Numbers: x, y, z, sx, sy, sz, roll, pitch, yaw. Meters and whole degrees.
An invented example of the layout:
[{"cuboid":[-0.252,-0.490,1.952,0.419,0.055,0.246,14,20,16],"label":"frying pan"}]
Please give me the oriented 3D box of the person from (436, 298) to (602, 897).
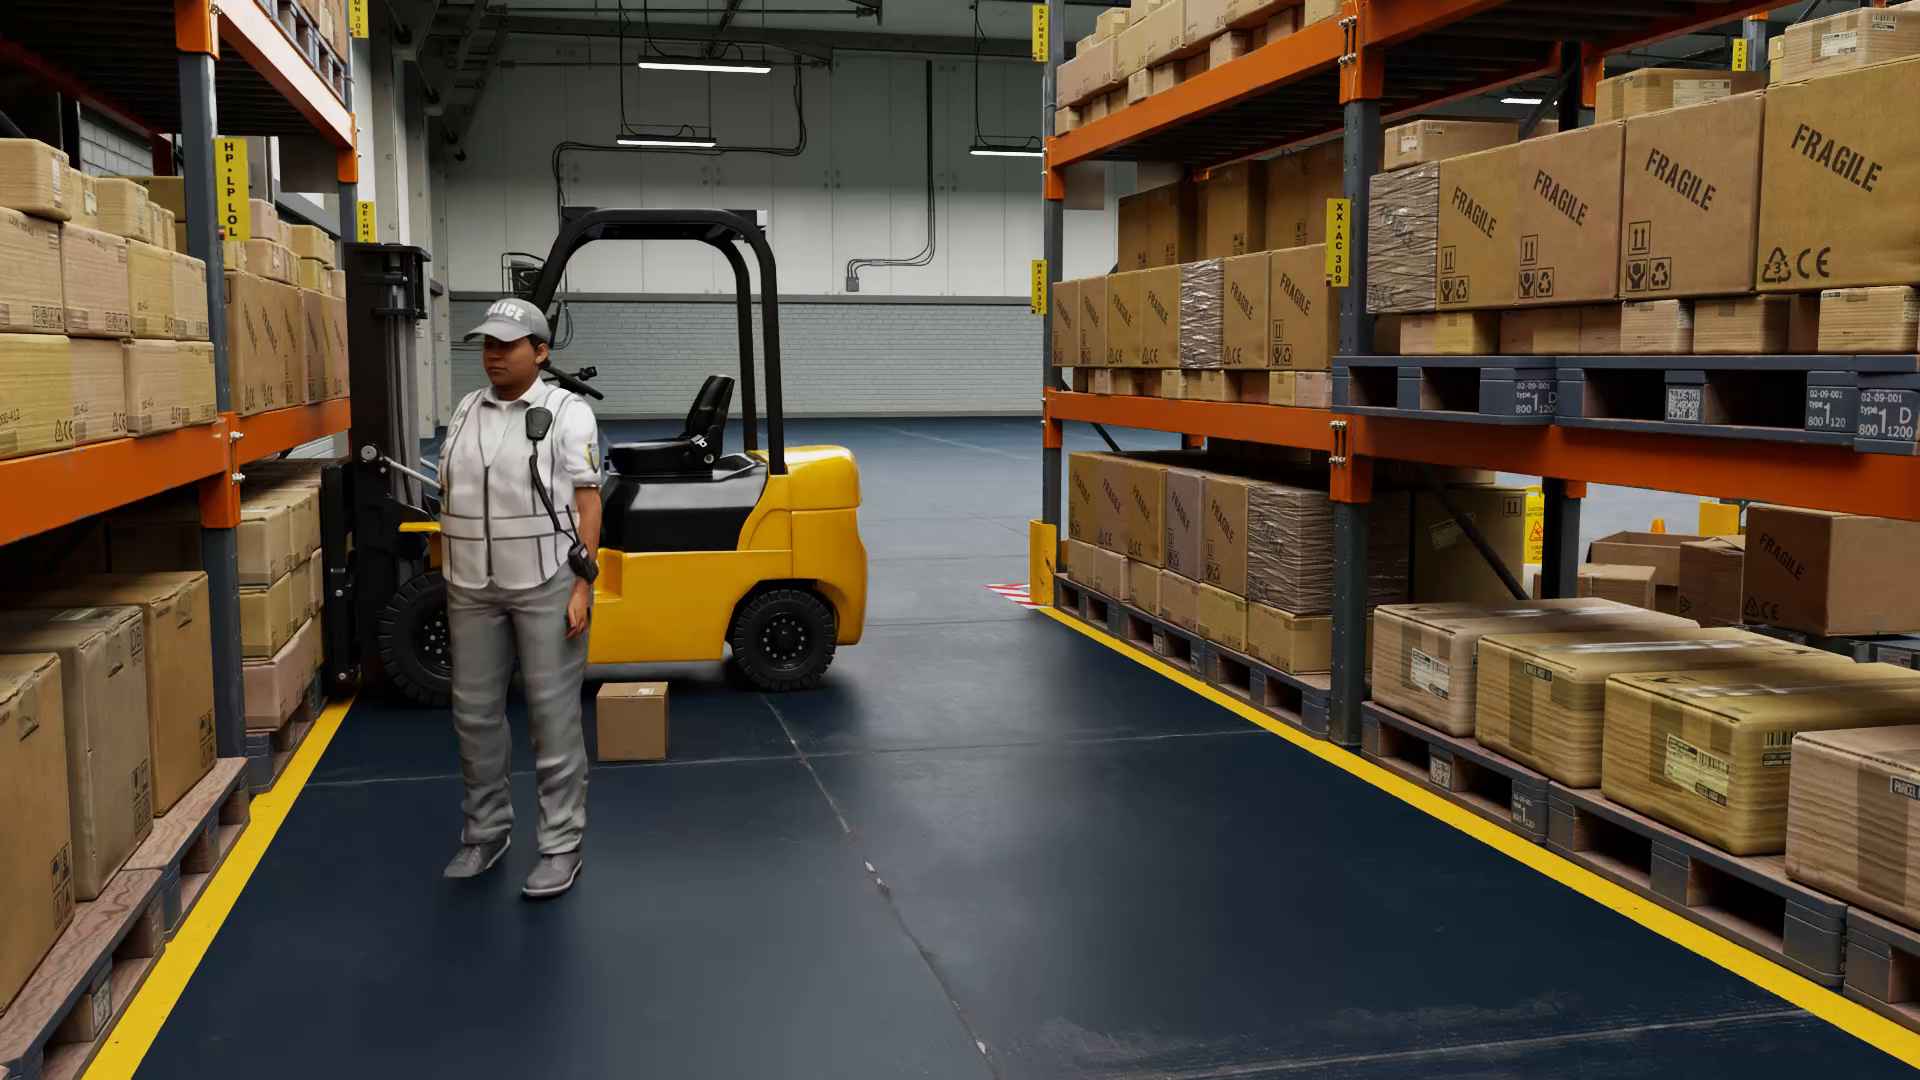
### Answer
[{"cuboid":[-1.277,0.180,4.759,0.500,1.729,0.410,1,6,10],"label":"person"}]
